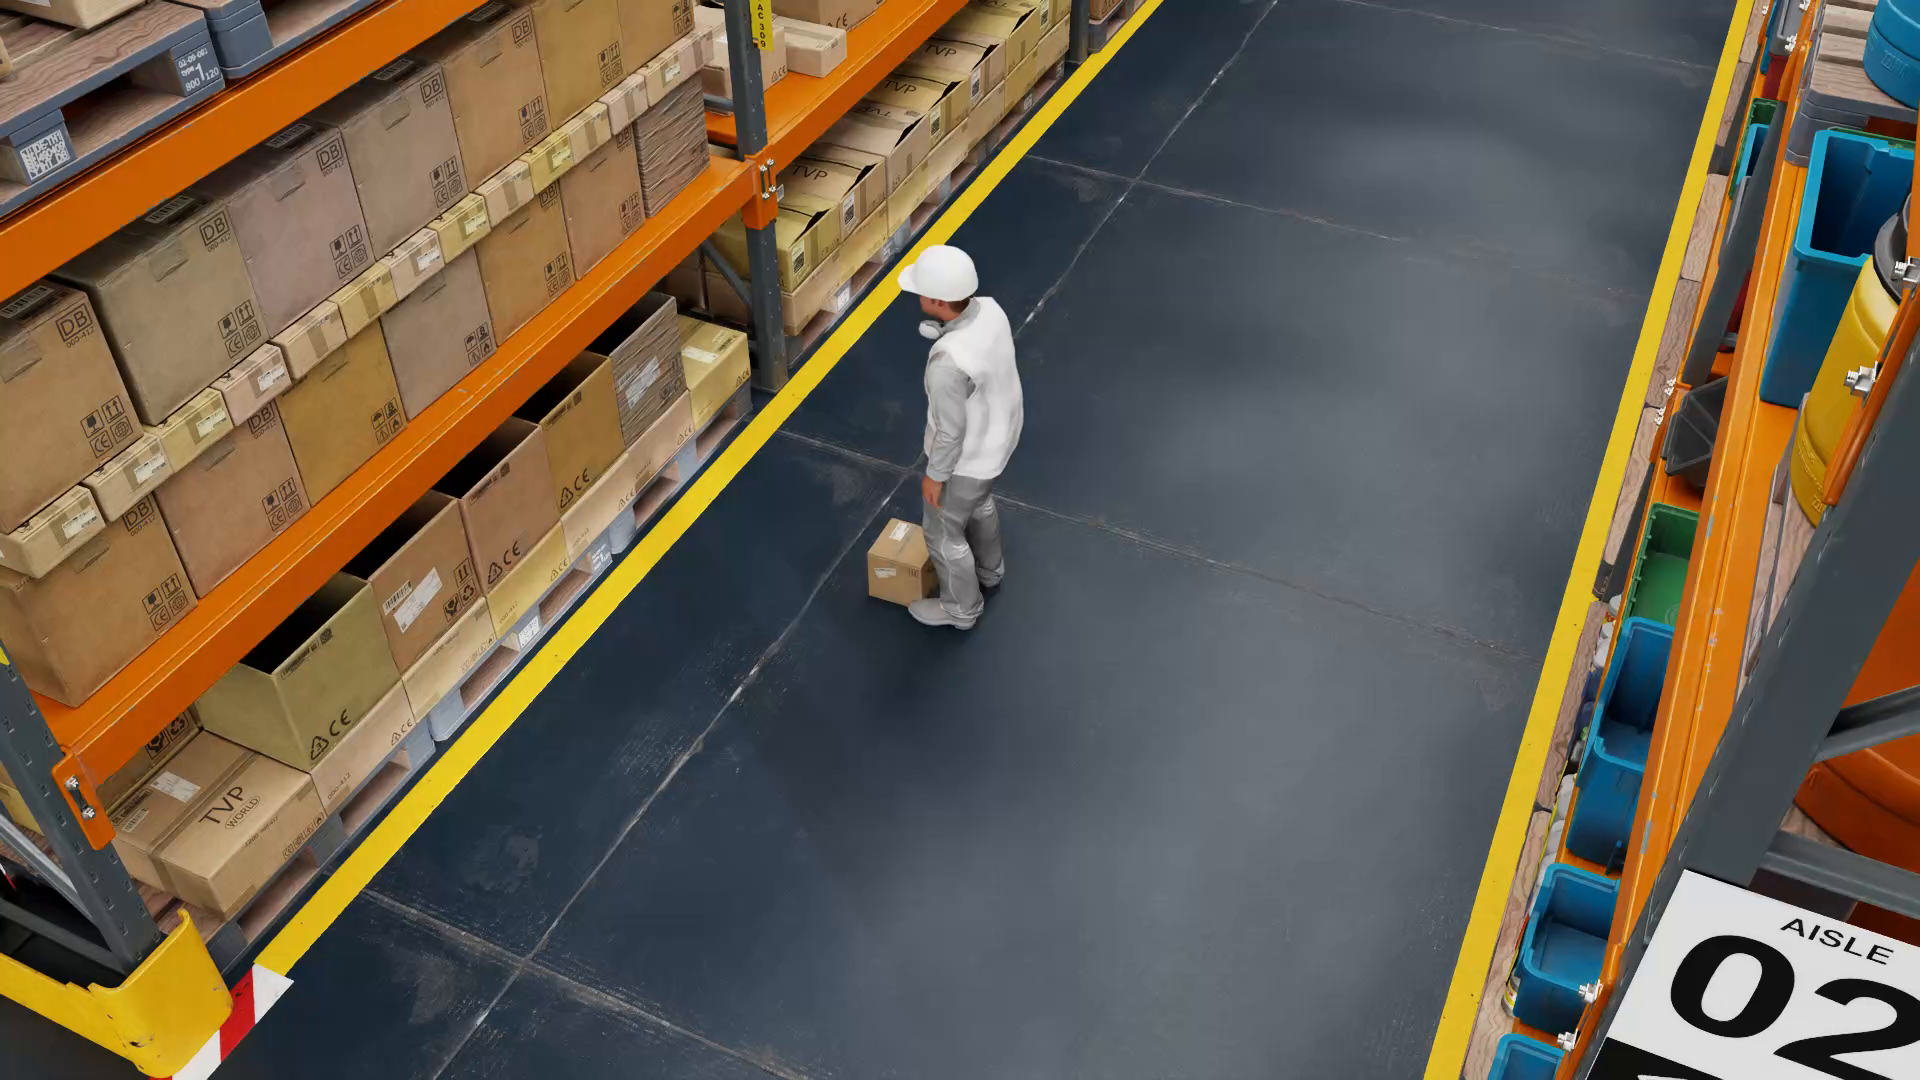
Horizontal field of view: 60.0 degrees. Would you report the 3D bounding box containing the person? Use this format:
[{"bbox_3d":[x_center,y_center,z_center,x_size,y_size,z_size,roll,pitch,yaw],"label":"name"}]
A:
[{"bbox_3d":[0.006,-0.391,6.578,0.463,1.771,0.593,15,44,16],"label":"person"}]
